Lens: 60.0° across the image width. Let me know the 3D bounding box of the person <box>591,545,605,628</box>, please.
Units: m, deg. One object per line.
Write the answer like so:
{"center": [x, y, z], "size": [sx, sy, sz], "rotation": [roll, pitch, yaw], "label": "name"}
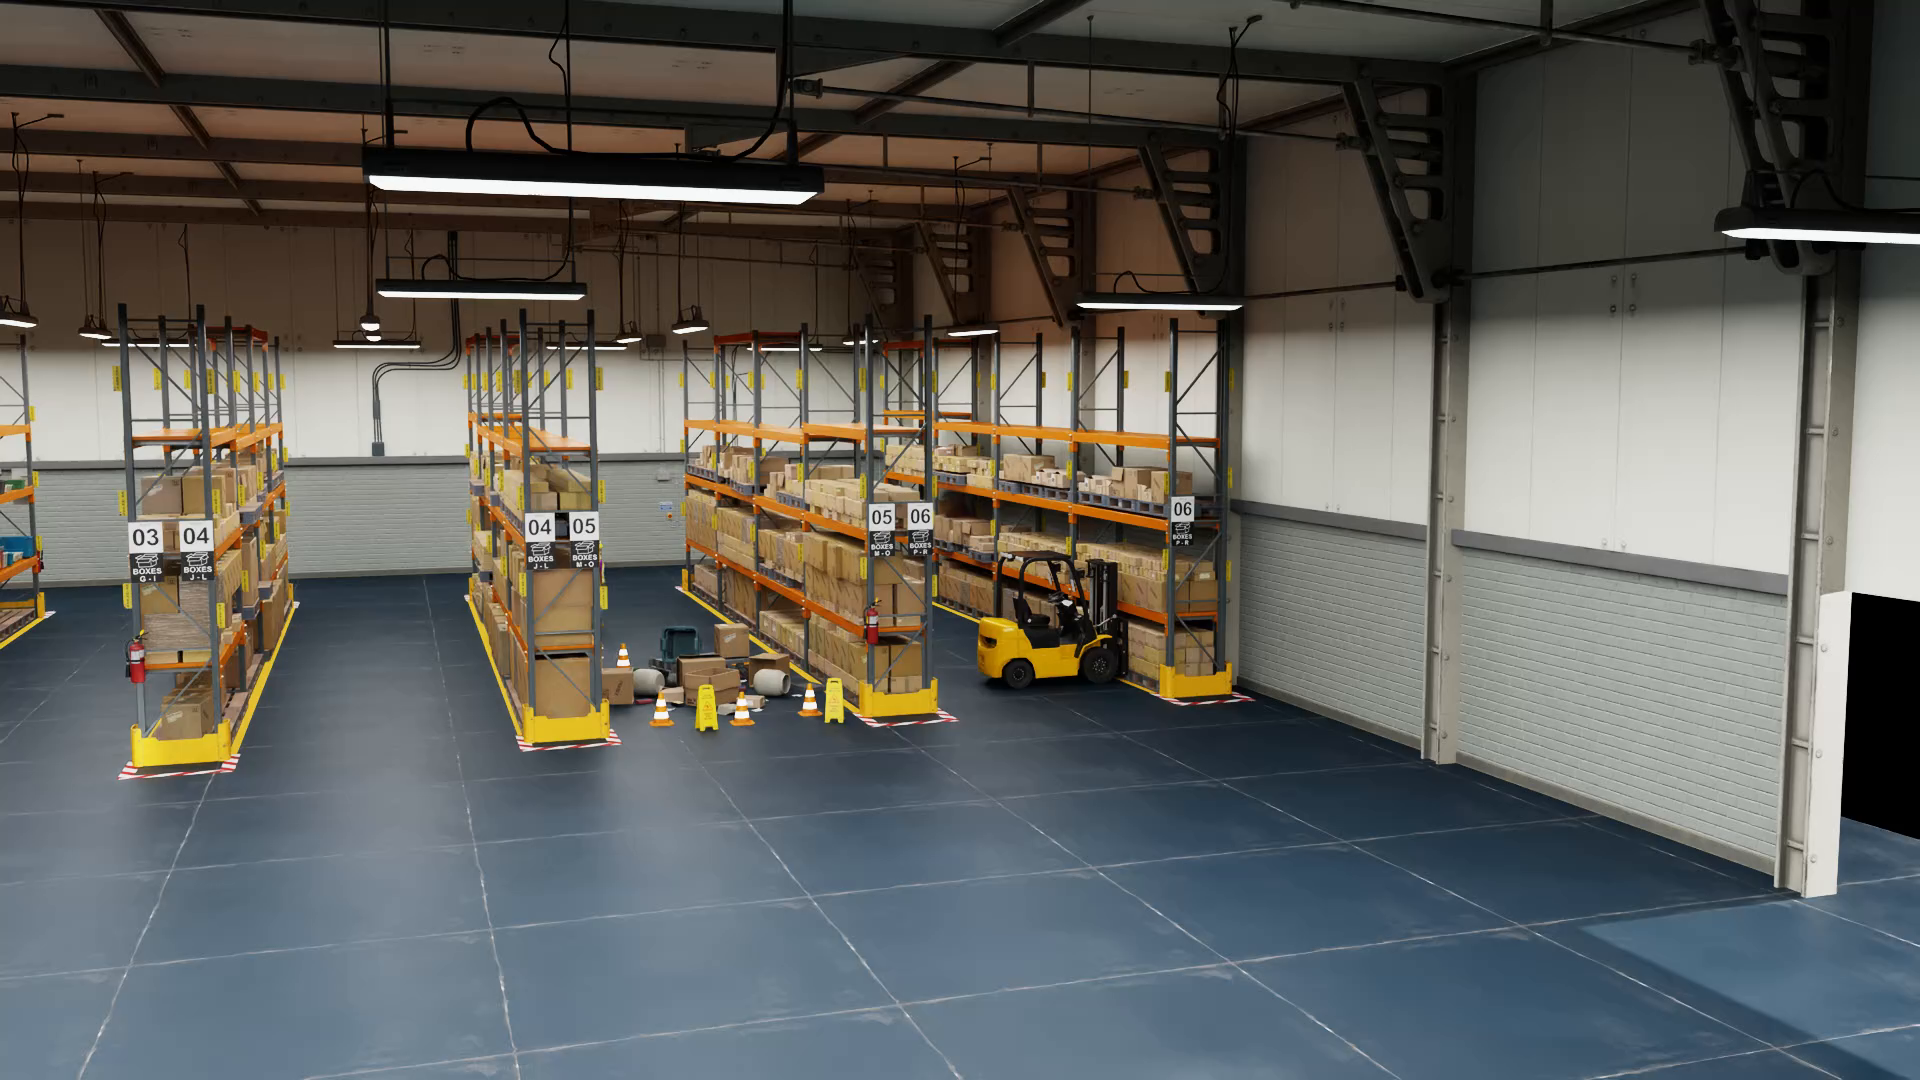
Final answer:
{"center": [-7.455, 0.897, 33.940], "size": [0.573, 1.769, 0.428], "rotation": [3, 6, 26], "label": "person"}
